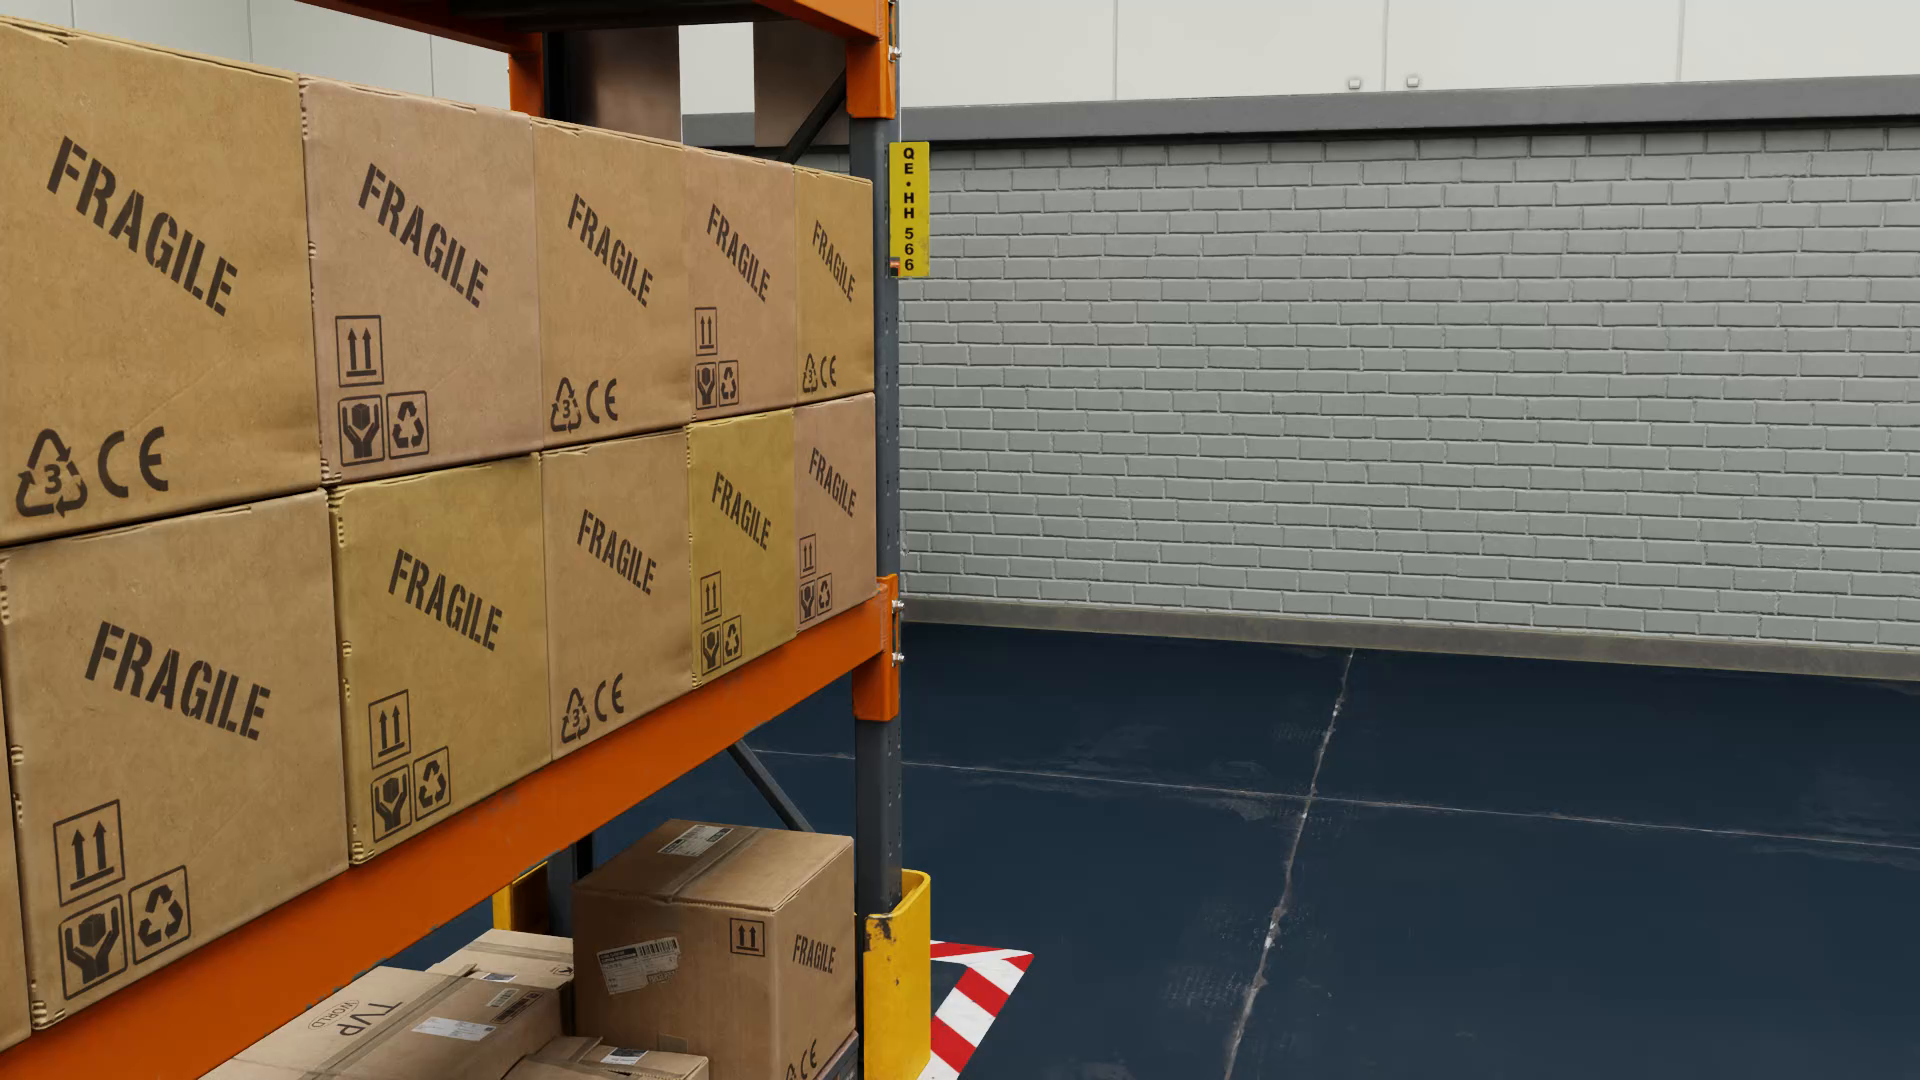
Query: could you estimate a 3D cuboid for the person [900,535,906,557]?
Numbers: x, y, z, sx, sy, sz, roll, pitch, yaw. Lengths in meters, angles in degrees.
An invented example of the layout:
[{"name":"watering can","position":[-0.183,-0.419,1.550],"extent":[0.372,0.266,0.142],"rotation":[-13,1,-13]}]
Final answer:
[{"name":"person","position":[-0.685,0.119,9.350],"extent":[0.754,1.075,0.461],"rotation":[2,9,16]}]
